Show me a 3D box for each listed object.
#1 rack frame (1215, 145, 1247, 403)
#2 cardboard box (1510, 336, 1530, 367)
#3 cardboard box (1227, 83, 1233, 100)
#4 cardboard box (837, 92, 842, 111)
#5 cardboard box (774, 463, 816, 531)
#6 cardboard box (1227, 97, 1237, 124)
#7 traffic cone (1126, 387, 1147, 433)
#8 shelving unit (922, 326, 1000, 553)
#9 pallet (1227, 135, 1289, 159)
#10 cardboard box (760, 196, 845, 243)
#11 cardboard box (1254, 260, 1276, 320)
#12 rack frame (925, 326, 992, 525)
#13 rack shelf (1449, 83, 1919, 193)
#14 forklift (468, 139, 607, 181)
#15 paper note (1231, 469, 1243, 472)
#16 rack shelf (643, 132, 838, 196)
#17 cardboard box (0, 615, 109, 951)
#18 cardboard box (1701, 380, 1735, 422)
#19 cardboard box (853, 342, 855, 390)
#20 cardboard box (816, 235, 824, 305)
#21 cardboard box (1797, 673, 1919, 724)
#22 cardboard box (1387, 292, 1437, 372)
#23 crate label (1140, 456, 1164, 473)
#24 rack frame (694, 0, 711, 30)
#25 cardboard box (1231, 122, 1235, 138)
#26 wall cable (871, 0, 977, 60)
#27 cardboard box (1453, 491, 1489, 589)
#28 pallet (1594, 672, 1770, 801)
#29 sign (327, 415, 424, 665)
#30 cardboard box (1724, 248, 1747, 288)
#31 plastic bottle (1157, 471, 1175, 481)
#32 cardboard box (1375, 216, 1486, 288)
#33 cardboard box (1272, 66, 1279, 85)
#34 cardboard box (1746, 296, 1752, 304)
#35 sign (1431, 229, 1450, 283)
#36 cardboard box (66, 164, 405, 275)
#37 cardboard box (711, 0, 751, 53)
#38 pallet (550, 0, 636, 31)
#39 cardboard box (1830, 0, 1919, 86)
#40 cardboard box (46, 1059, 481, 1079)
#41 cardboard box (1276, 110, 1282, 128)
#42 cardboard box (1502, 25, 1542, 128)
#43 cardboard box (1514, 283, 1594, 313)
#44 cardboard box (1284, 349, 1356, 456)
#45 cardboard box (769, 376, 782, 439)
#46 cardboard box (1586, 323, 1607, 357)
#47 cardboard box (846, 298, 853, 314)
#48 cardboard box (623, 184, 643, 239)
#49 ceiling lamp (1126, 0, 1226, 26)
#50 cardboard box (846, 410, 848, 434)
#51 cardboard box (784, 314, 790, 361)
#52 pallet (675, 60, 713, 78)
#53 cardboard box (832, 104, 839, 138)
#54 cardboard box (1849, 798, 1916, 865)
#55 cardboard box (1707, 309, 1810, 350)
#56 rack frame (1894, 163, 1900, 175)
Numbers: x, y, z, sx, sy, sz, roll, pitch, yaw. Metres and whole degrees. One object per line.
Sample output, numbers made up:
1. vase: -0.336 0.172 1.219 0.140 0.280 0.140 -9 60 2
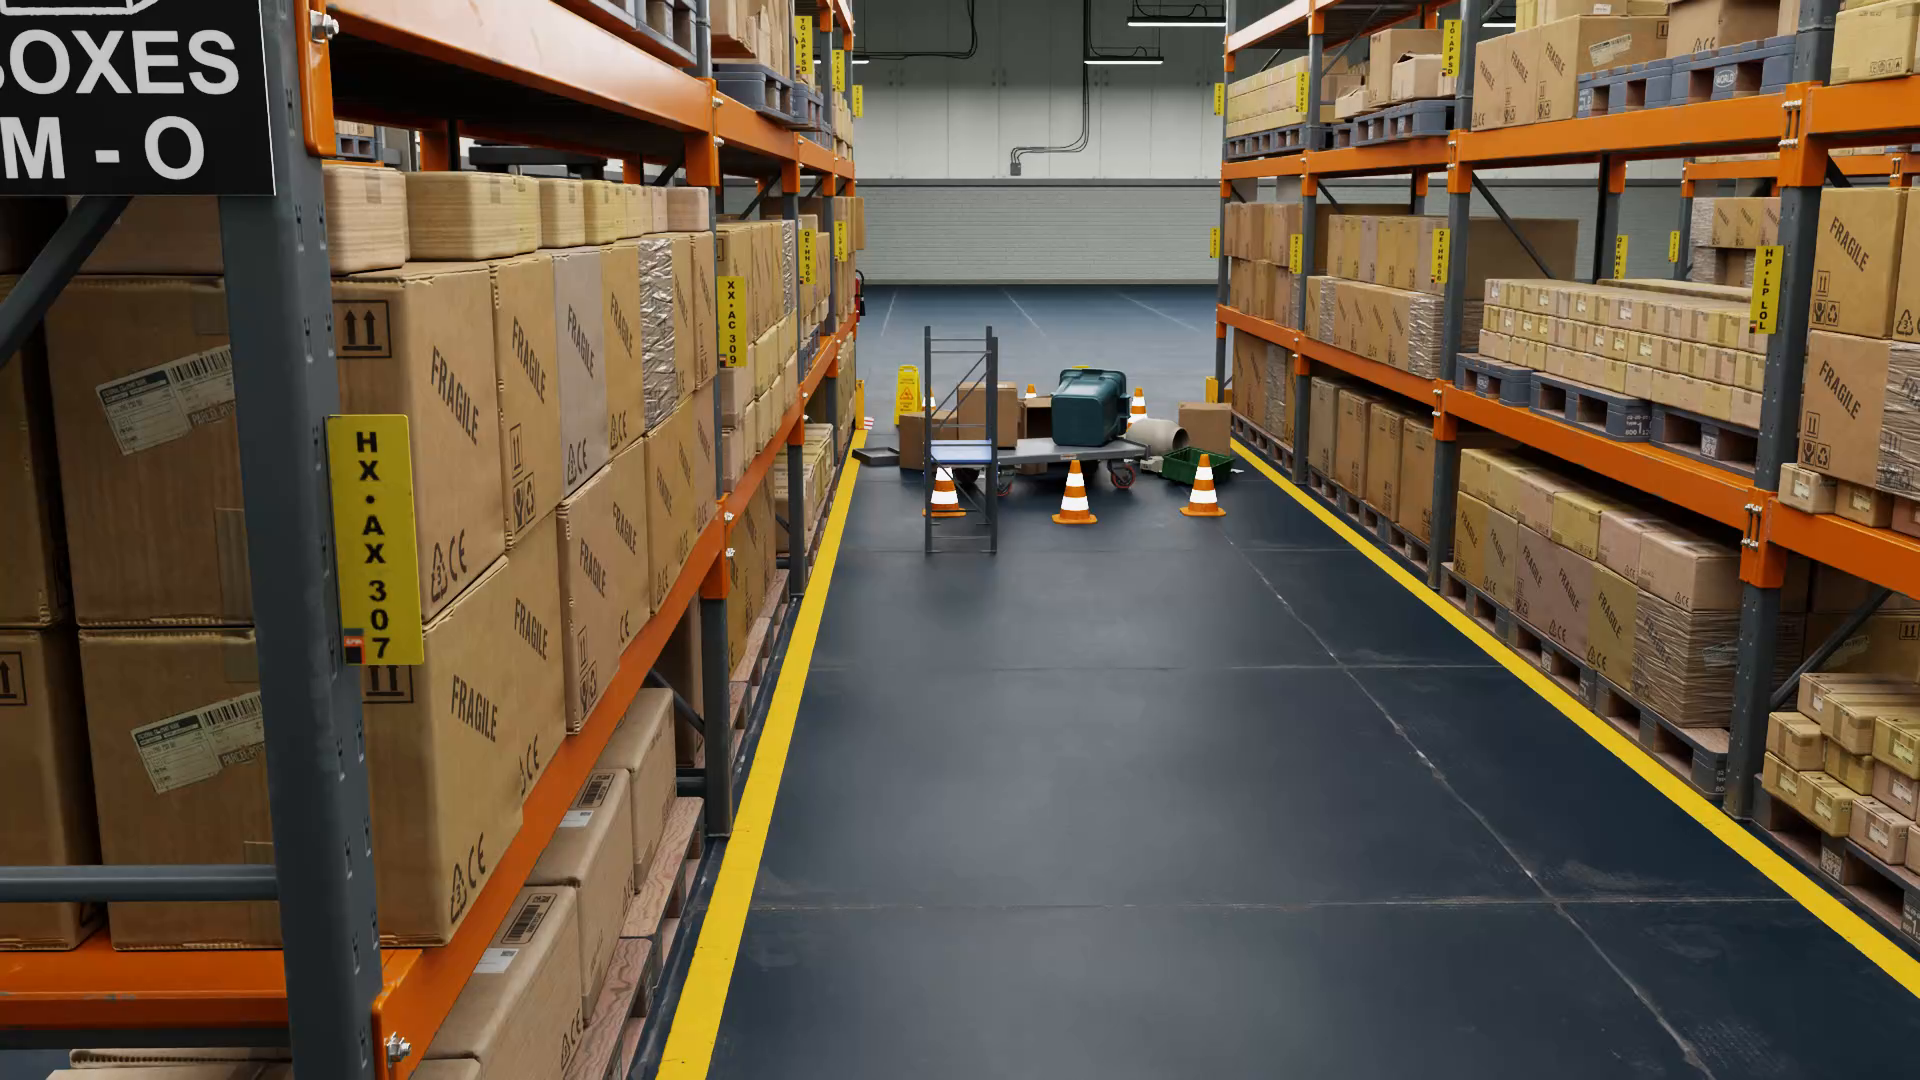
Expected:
1. rack frame: 3.314 -2.755 18.093 1.000 3.000 0.127 0 11 -1
2. cardboard box: 3.299 -1.050 9.268 0.380 0.149 0.250 0 11 2
3. cardboard box: 3.003 -4.680 17.355 0.380 0.149 0.250 0 11 -1
4. cardboard box: -1.240 -3.877 14.708 0.380 0.149 0.250 0 11 -2
5. cardboard box: -1.492 -0.301 11.551 0.950 0.372 0.625 0 11 -2
6. cardboard box: 3.068 -4.455 17.250 0.500 0.250 0.500 0 11 -1
7. traffic cone: 1.906 -1.400 17.796 0.336 0.463 0.334 0 11 -1
8. shelving unit: -0.002 -0.752 11.994 0.538 1.500 1.048 0 11 -1
9. pallet: 3.340 -4.034 17.077 1.003 0.211 1.213 0 11 -1
10. cardboard box: -1.342 -2.692 14.271 0.700 0.500 0.500 0 11 -2
11. cardboard box: 3.339 -2.428 16.107 0.875 0.550 0.500 0 11 -1
12. rack frame: -0.012 -0.853 12.492 0.500 1.500 0.032 0 11 -1
13. rack shelf: 3.521 -1.884 8.068 1.077 0.370 4.000 0 11 -1
14. forklift: -3.047 -1.652 12.829 1.130 2.935 3.031 0 11 0
15. paper note: 2.478 -0.635 15.109 0.147 0.020 0.142 -10 15 -40
16. rack shelf: -1.509 -2.639 11.788 1.077 0.370 4.000 0 11 -1
17. cardboard box: -1.577 0.323 2.674 0.500 0.500 0.500 0 11 -1
18. cardboard box: 3.350 -0.582 6.958 0.380 0.149 0.250 0 11 -1
19. cardboard box: -1.355 -1.782 17.271 0.500 0.500 0.500 0 11 -1
20. cardboard box: -1.295 -2.028 12.453 0.500 0.500 0.500 0 11 1
21. cardboard box: 3.362 0.600 6.176 0.380 0.149 0.250 0 11 1
22. cardboard box: 3.193 -1.401 11.169 0.500 0.500 0.500 0 11 -1
23. crate label: 1.781 -0.683 15.081 0.298 0.136 0.250 -10 15 -40
24. rack frame: -1.385 -3.269 5.539 1.000 3.000 0.127 0 11 -1
25. cardboard box: 3.007 -4.236 17.176 0.380 0.149 0.250 0 11 -1
26. wall cable: -1.042 -15.252 48.272 3.097 2.526 0.112 0 11 -1
27. cardboard box: 3.239 -0.003 9.763 0.500 0.500 0.500 -1 11 -4
28. pallet: 3.545 0.843 7.375 1.003 0.211 1.213 0 11 -1
29. sign: -0.747 0.002 2.128 0.100 0.325 0.005 0 11 -1
30. cardboard box: 8.390 -2.741 17.028 0.875 0.500 0.500 0 11 -1
31. plastic bottle: 1.882 -0.568 14.706 0.133 0.061 0.283 -7 13 -30
32. cardboard box: 3.445 -2.097 12.084 0.700 0.500 0.500 0 11 -2
33. cardboard box: 3.049 -4.225 15.114 0.380 0.149 0.250 0 11 -1
34. cardboard box: 3.986 -1.081 7.921 0.380 0.149 0.250 0 11 1
35. sign: 2.925 -1.729 10.124 0.100 0.325 0.005 0 11 -1
36. cardboard box: -1.032 -0.462 2.396 0.380 0.149 0.250 0 11 0
37. cardboard box: -1.113 -2.230 6.655 0.500 0.500 0.500 0 11 -2
38. pallet: -1.356 -1.351 3.852 1.003 0.211 1.213 0 11 -1
39. cardboard box: 3.308 -1.673 5.593 0.500 0.250 0.500 0 11 2
40. cardboard box: -1.416 1.385 3.074 0.875 0.438 0.875 -1 11 -3
41. cardboard box: 3.052 -3.785 14.949 0.380 0.149 0.250 0 11 -1
42. cardboard box: 3.243 -2.469 8.891 0.500 0.500 0.500 0 11 -1
43. cardboard box: 3.304 -1.344 9.218 0.380 0.149 0.250 0 11 -1
44. cardboard box: 3.454 -1.249 14.961 0.875 0.875 0.875 0 11 0
45. cardboard box: -1.138 -0.648 8.086 0.500 0.250 0.500 0 11 -2
46. cardboard box: 3.326 -0.986 8.204 0.380 0.149 0.250 0 11 1
47. cardboard box: -1.275 -2.366 16.807 0.380 0.149 0.250 0 11 0
48. cardboard box: -1.103 -0.923 4.669 0.380 0.149 0.250 0 11 -2
49. ceiling lamp: 4.303 -11.786 32.840 2.000 3.185 0.800 0 11 -1
50. cardboard box: -1.328 -1.107 15.832 0.500 0.250 0.500 0 11 -2
51. cardboard box: -1.189 -1.098 9.048 0.500 0.250 0.500 -1 11 -3
52. pallet: -1.453 -1.887 6.754 0.805 0.209 1.217 -1 11 -3
53. cardboard box: -1.285 -3.550 14.098 0.500 0.250 0.500 0 11 -2
54. cardboard box: 3.311 0.998 5.710 0.380 0.149 0.250 0 11 -1
55. cardboard box: 3.352 -0.876 6.912 0.380 0.149 0.250 -1 11 -3
56. rack frame: 8.358 -1.960 14.175 1.000 3.000 0.127 0 11 -1
